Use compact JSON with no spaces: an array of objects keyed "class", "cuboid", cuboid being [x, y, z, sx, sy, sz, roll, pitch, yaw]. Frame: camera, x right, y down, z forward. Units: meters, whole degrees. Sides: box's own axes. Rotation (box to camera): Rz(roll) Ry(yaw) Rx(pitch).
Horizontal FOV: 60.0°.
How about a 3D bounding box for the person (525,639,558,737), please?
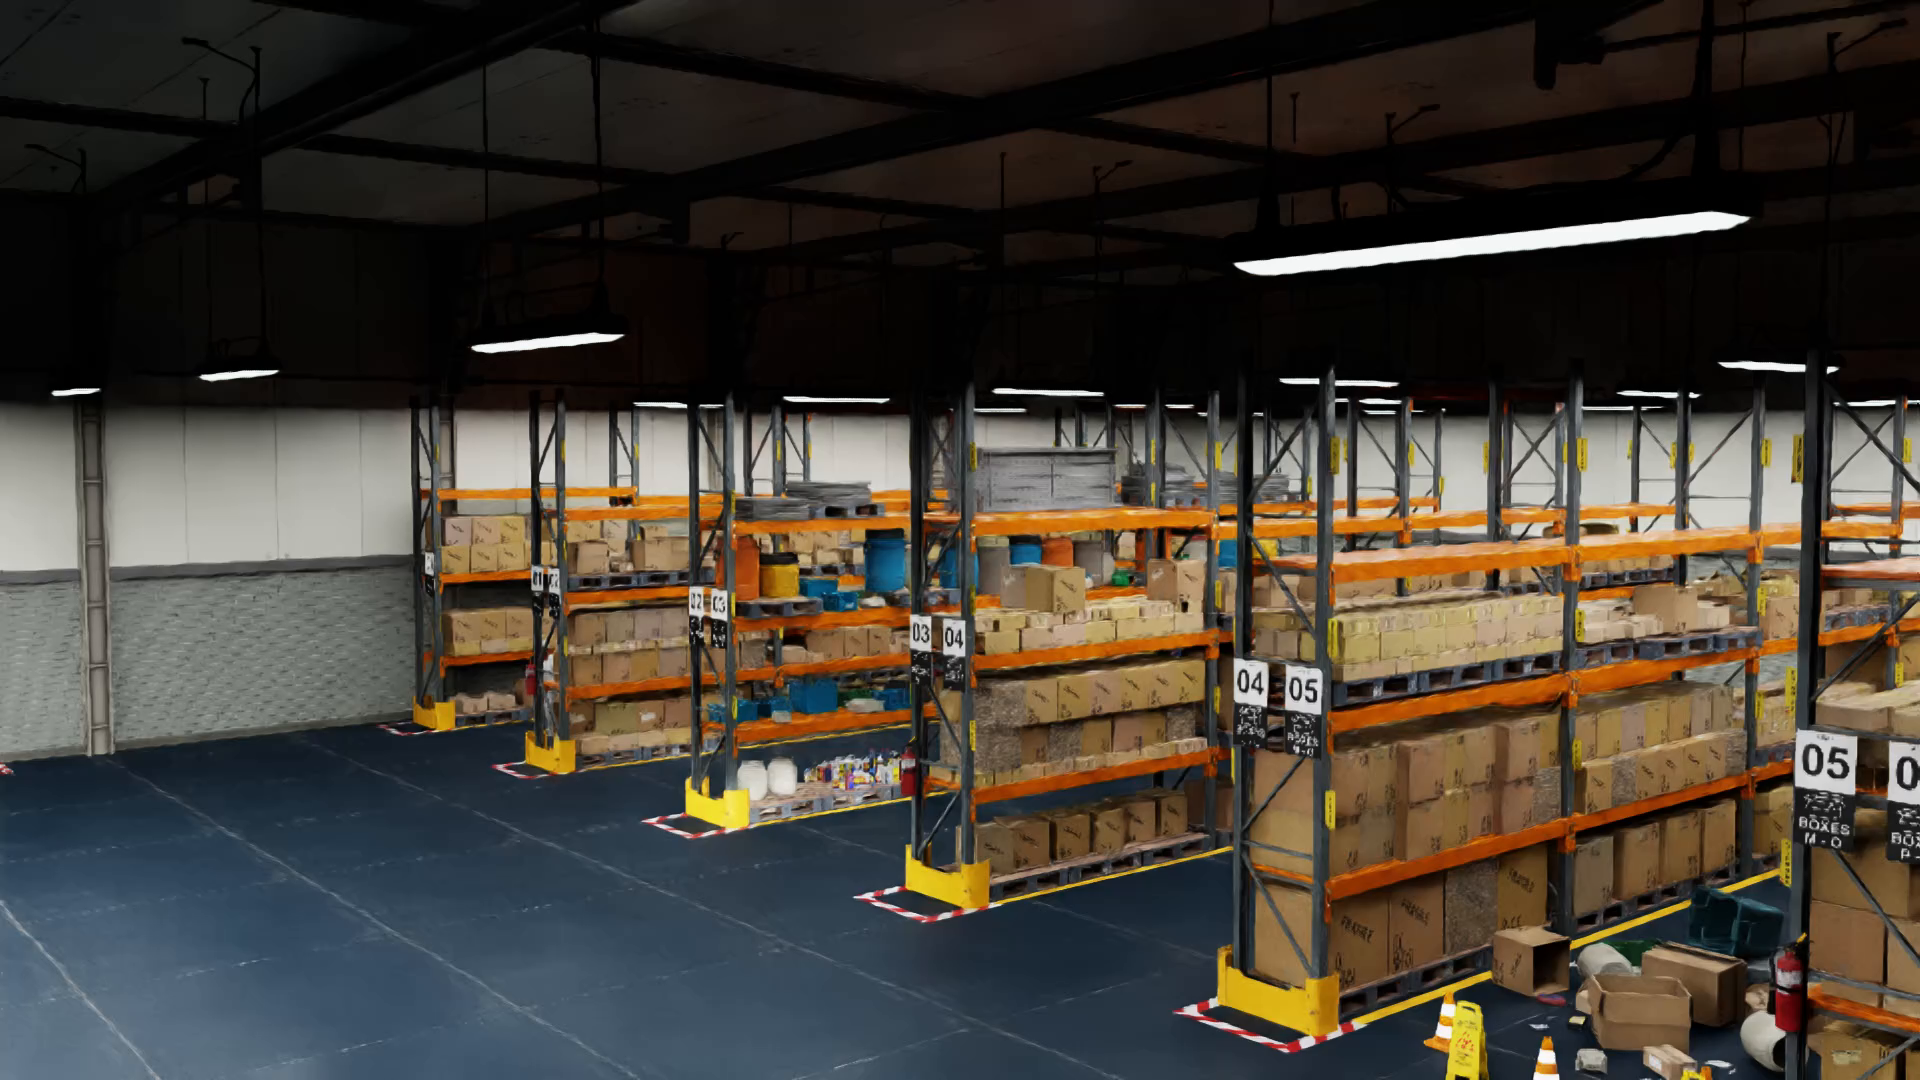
[{"class":"person","cuboid":[-7.227,2.584,29.174,0.704,1.702,0.785,2,4,29]}]
